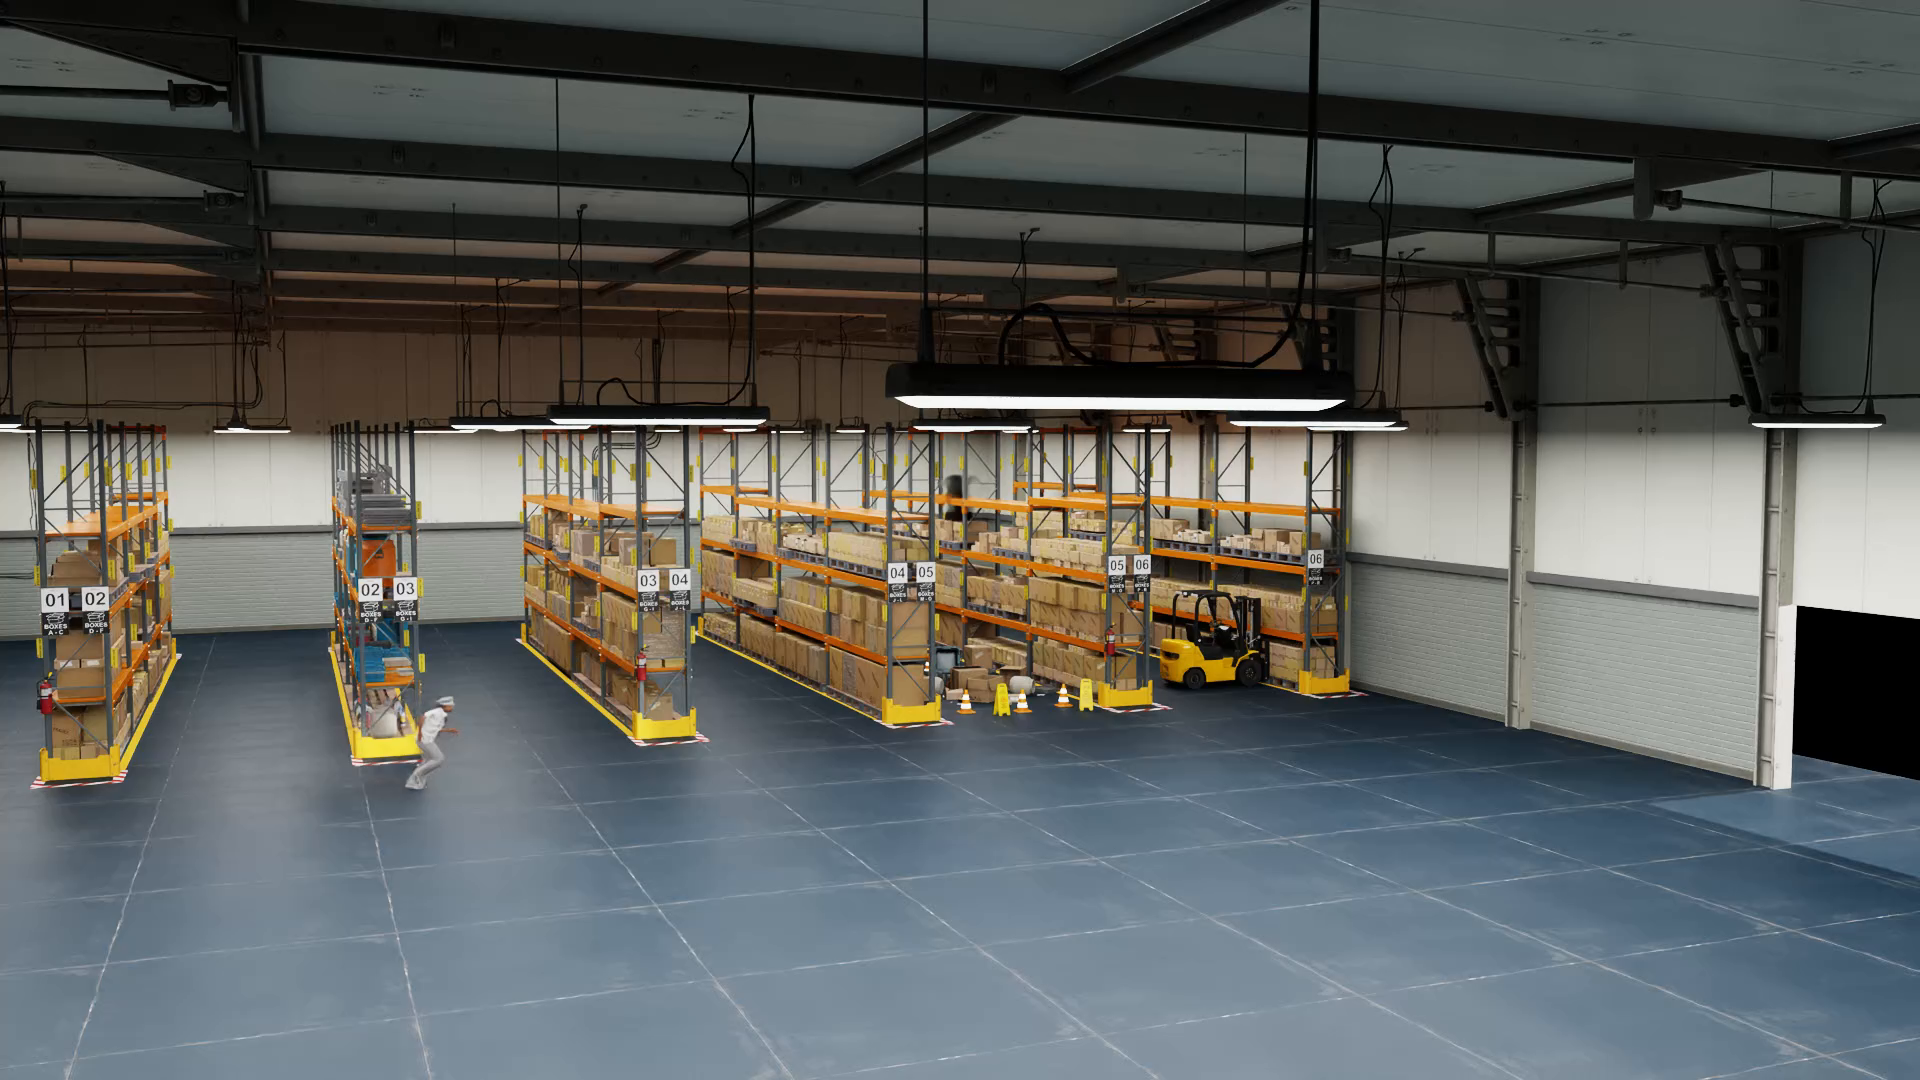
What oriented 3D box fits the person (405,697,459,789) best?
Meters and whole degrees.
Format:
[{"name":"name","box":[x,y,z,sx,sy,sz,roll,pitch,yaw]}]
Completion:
[{"name":"person","box":[-8.554,3.292,26.884,0.865,1.496,0.612,0,4,-3]}]

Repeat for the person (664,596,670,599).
[{"name":"person","box":[-8.528,1.932,48.067,0.522,1.649,0.797,-1,4,-15]}]
